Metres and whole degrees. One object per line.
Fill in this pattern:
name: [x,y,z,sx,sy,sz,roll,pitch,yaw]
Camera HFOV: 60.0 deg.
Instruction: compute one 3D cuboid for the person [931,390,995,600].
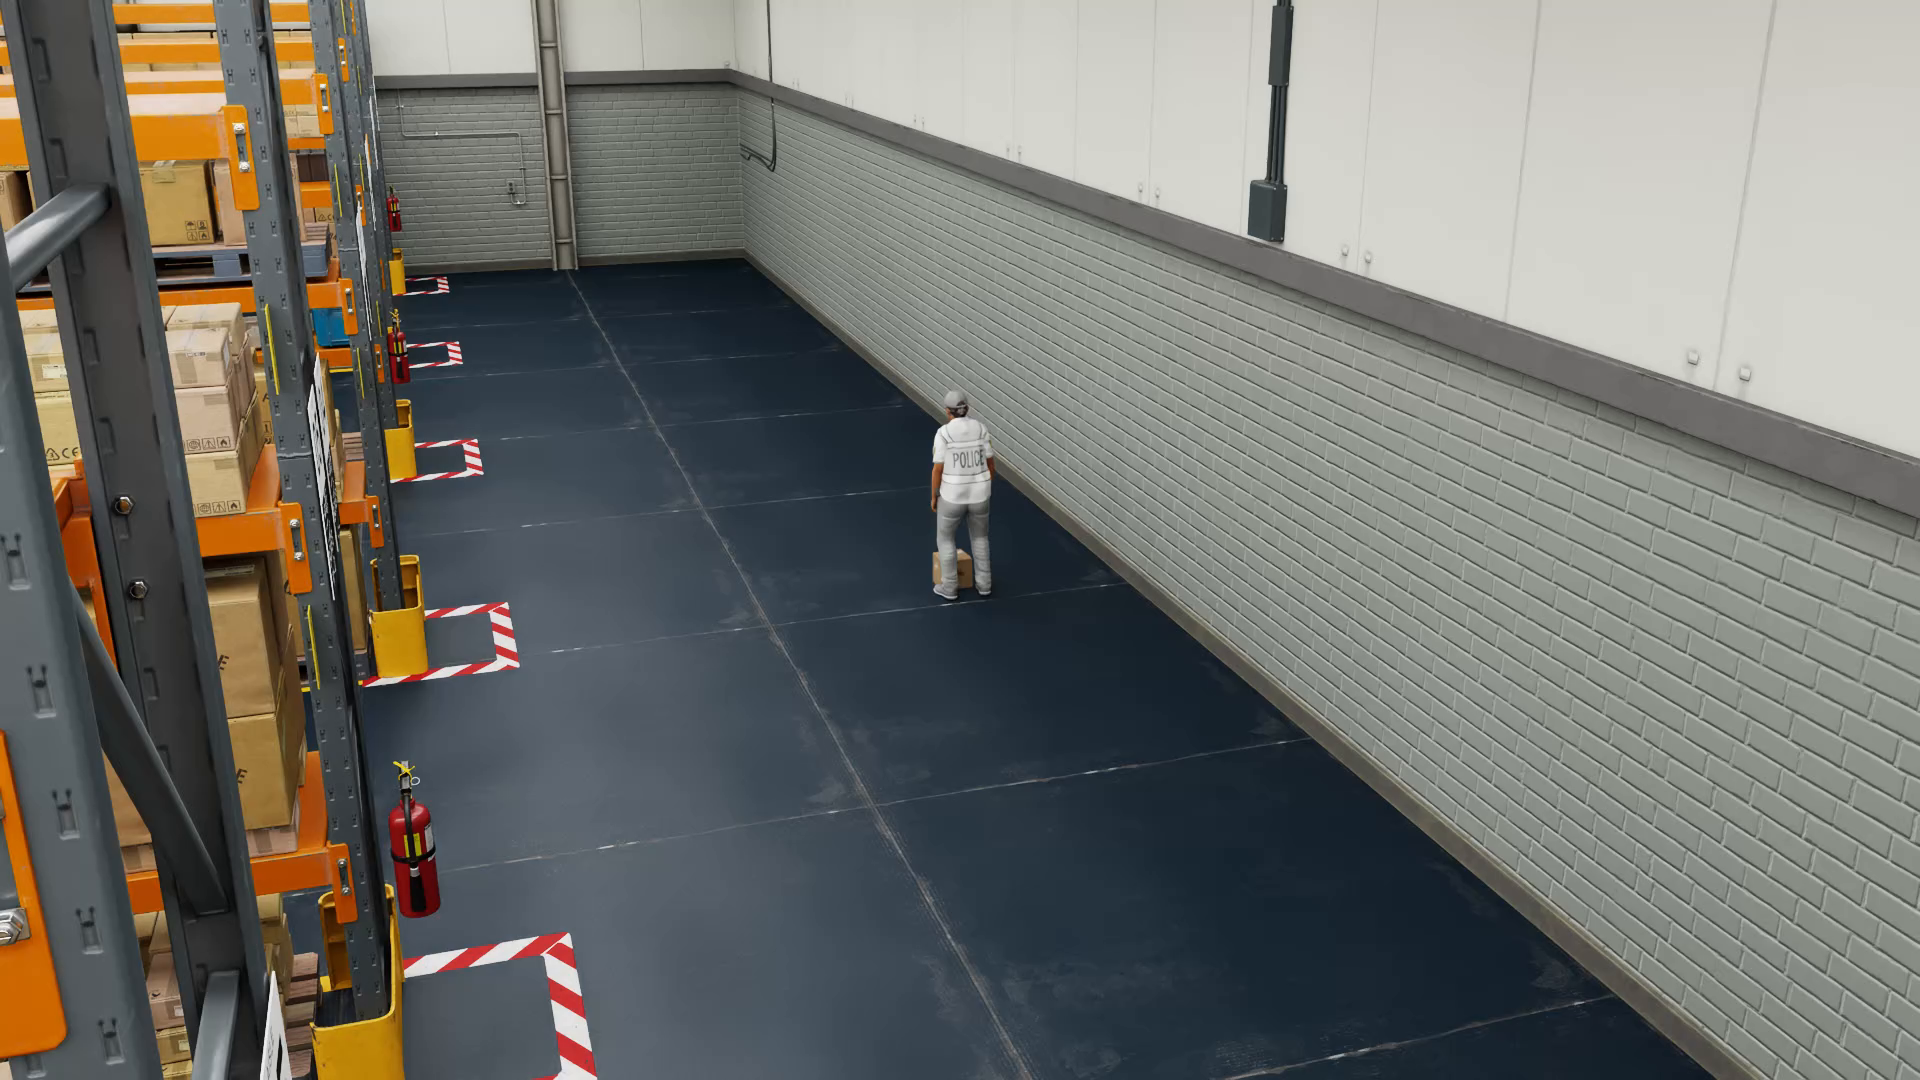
person: [0.019,-0.355,13.070,0.543,1.665,0.467,-7,21,-19]
